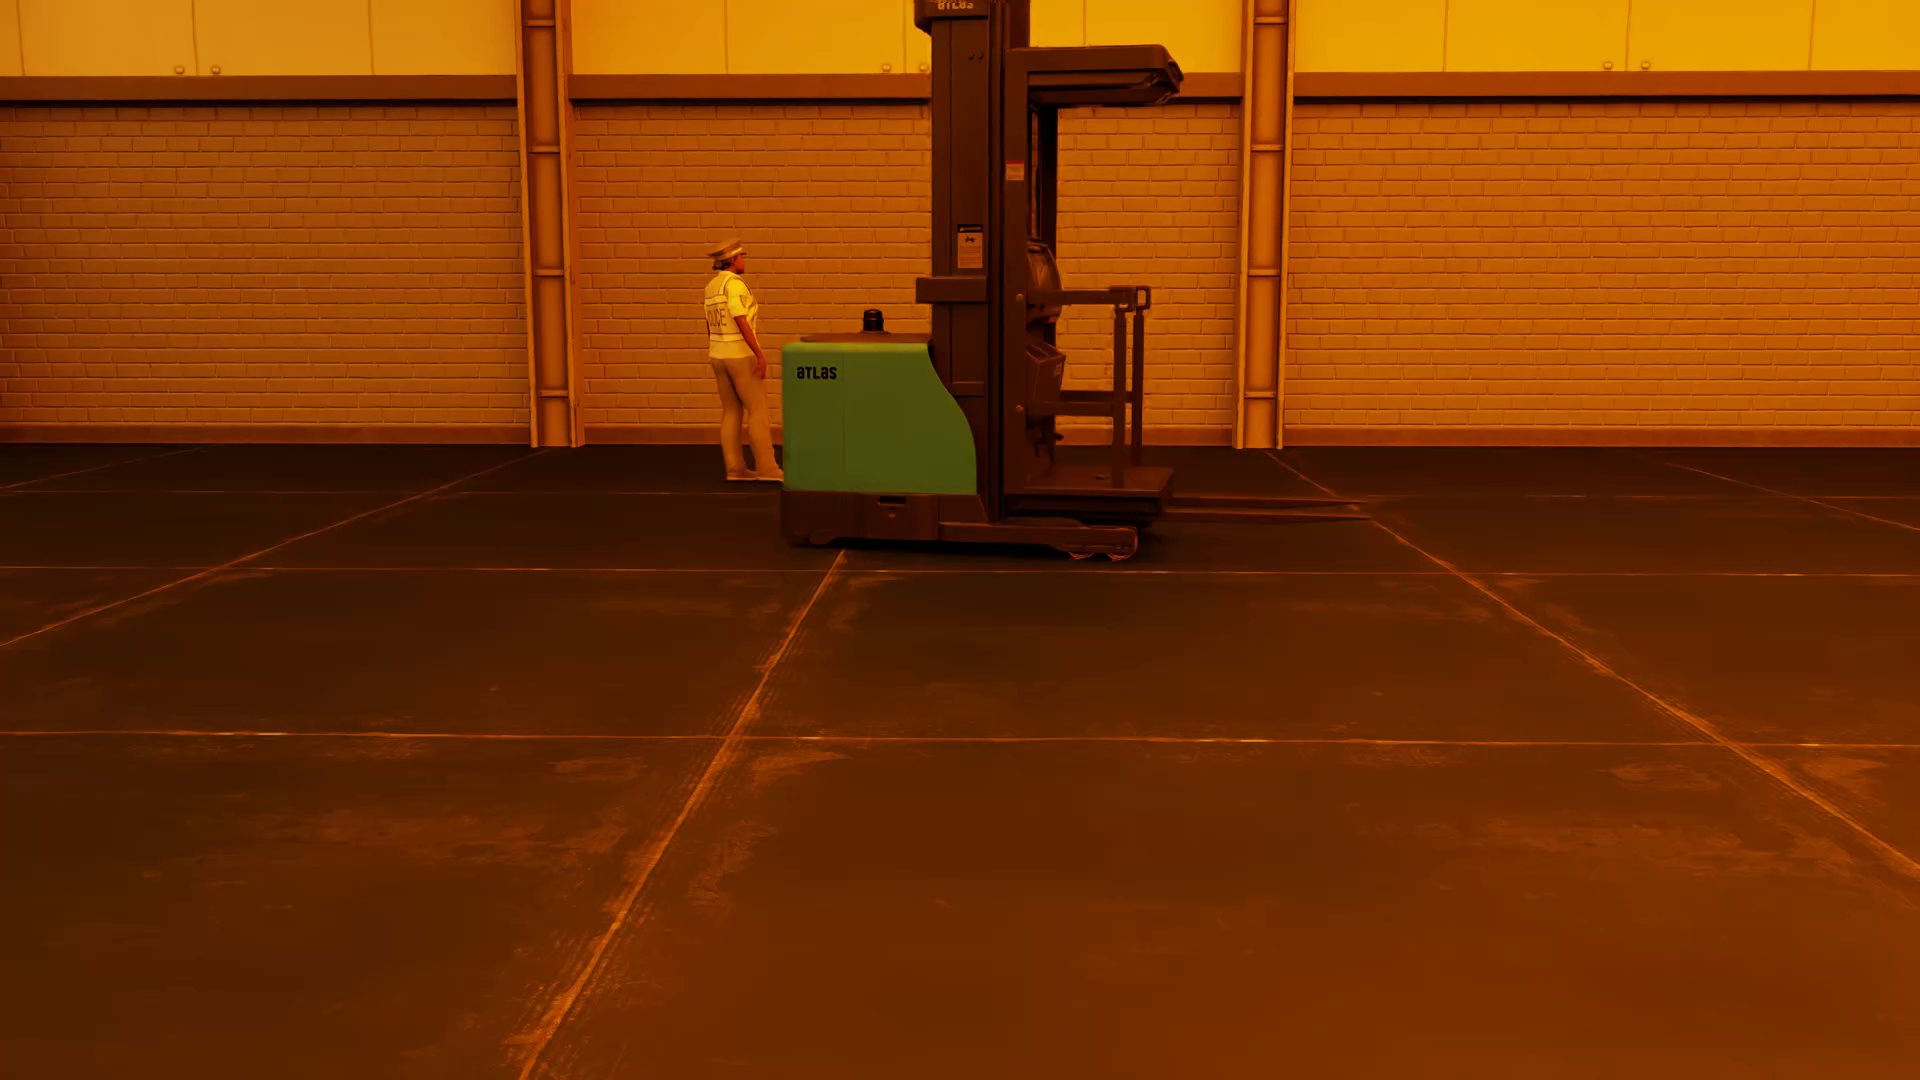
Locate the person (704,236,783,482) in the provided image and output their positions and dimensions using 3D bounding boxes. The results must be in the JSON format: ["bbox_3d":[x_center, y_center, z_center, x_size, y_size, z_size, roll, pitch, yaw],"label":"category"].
[{"bbox_3d":[-1.493,-1.255,11.593,0.525,1.697,0.564,-7,11,-39],"label":"person"}]

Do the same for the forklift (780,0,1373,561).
[{"bbox_3d":[0.627,-1.433,8.678,3.031,2.935,1.130,2,9,11],"label":"forklift"}]
